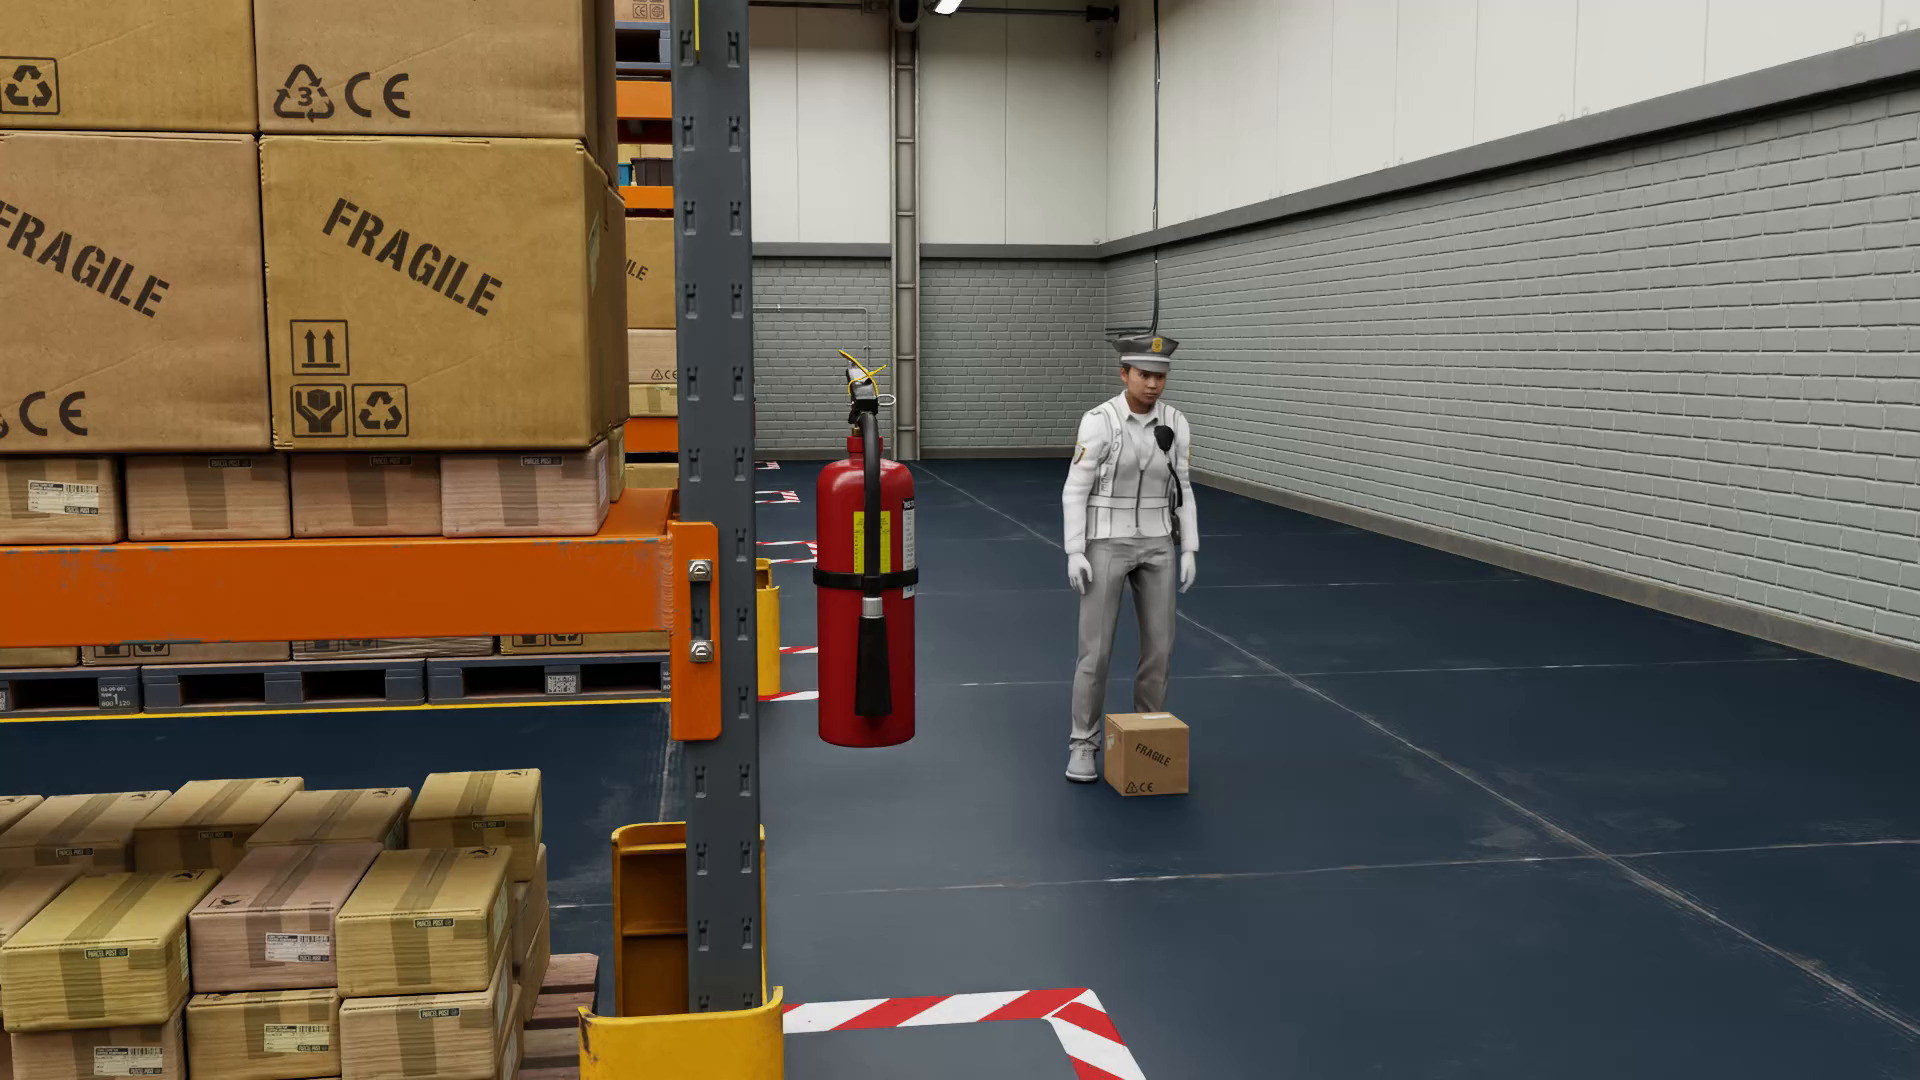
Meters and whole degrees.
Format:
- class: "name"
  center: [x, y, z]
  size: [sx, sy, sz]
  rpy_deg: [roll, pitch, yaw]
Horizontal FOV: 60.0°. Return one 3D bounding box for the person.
- class: "person"
  center: [0.649, 0.061, 6.302]
  size: [0.542, 1.662, 0.376]
  rpy_deg: [-1, 7, -12]
